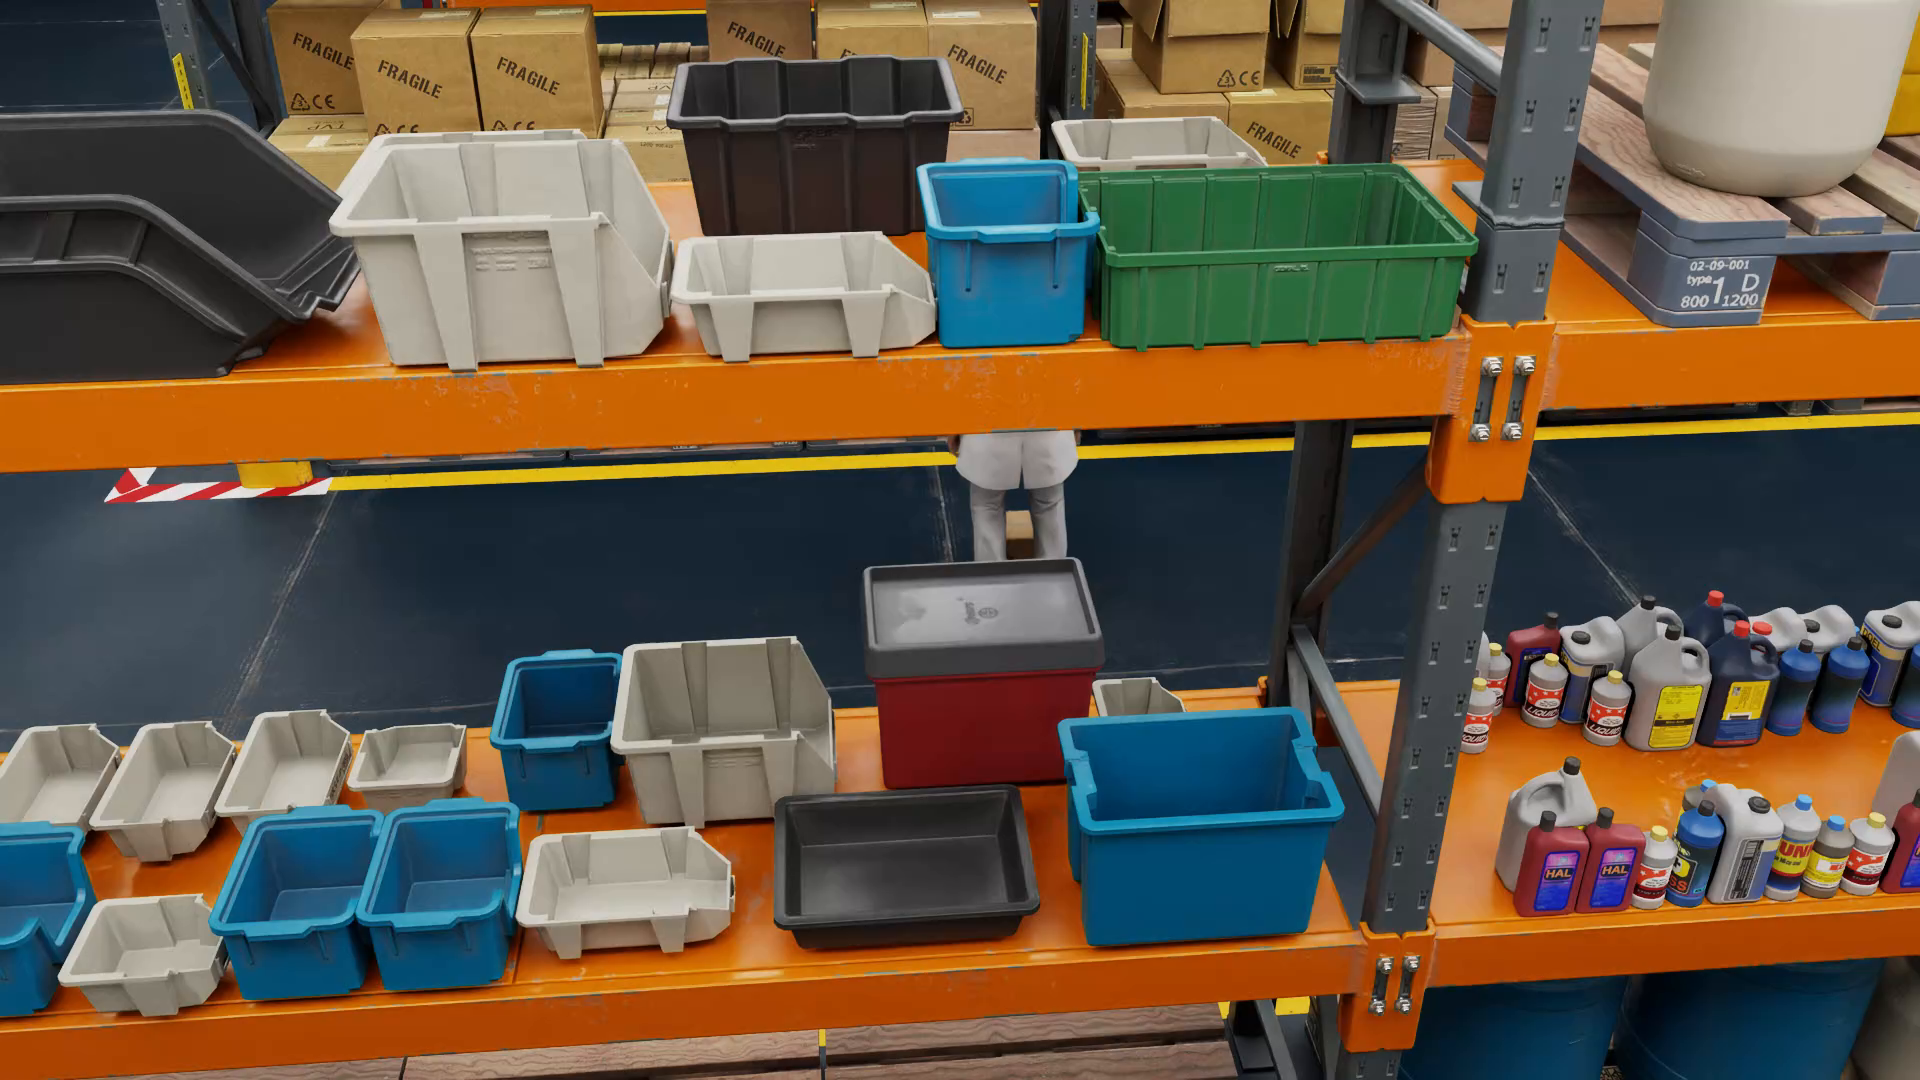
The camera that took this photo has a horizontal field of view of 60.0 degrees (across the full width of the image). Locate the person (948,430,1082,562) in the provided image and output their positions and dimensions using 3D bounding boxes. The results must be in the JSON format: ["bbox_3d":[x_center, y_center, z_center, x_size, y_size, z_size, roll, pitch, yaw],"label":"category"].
[{"bbox_3d":[0.235,-0.490,6.973,0.633,1.773,0.427,-4,31,-6],"label":"person"}]
